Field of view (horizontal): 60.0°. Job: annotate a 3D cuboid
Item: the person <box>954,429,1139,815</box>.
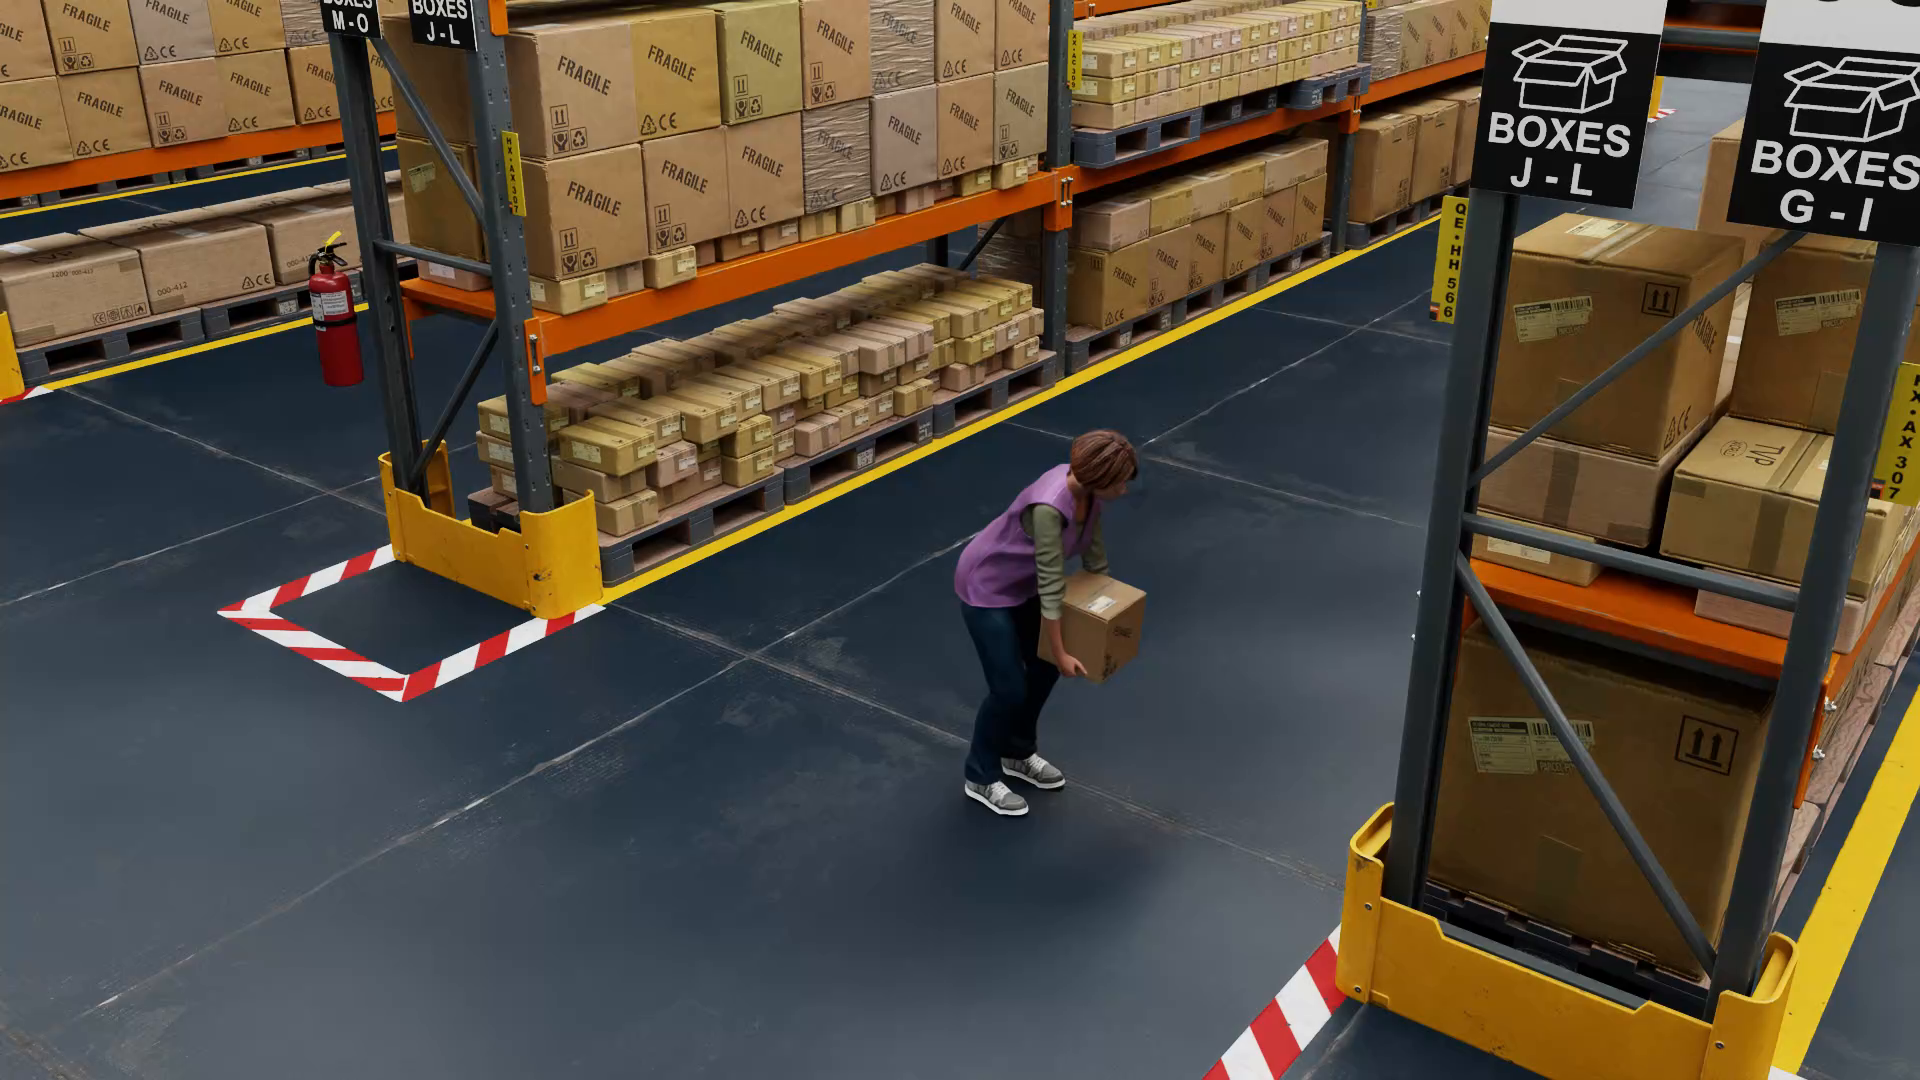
[{"bbox_3d":[0.285,0.278,5.681,0.646,1.444,0.380,16,29,32],"label":"person"}]
